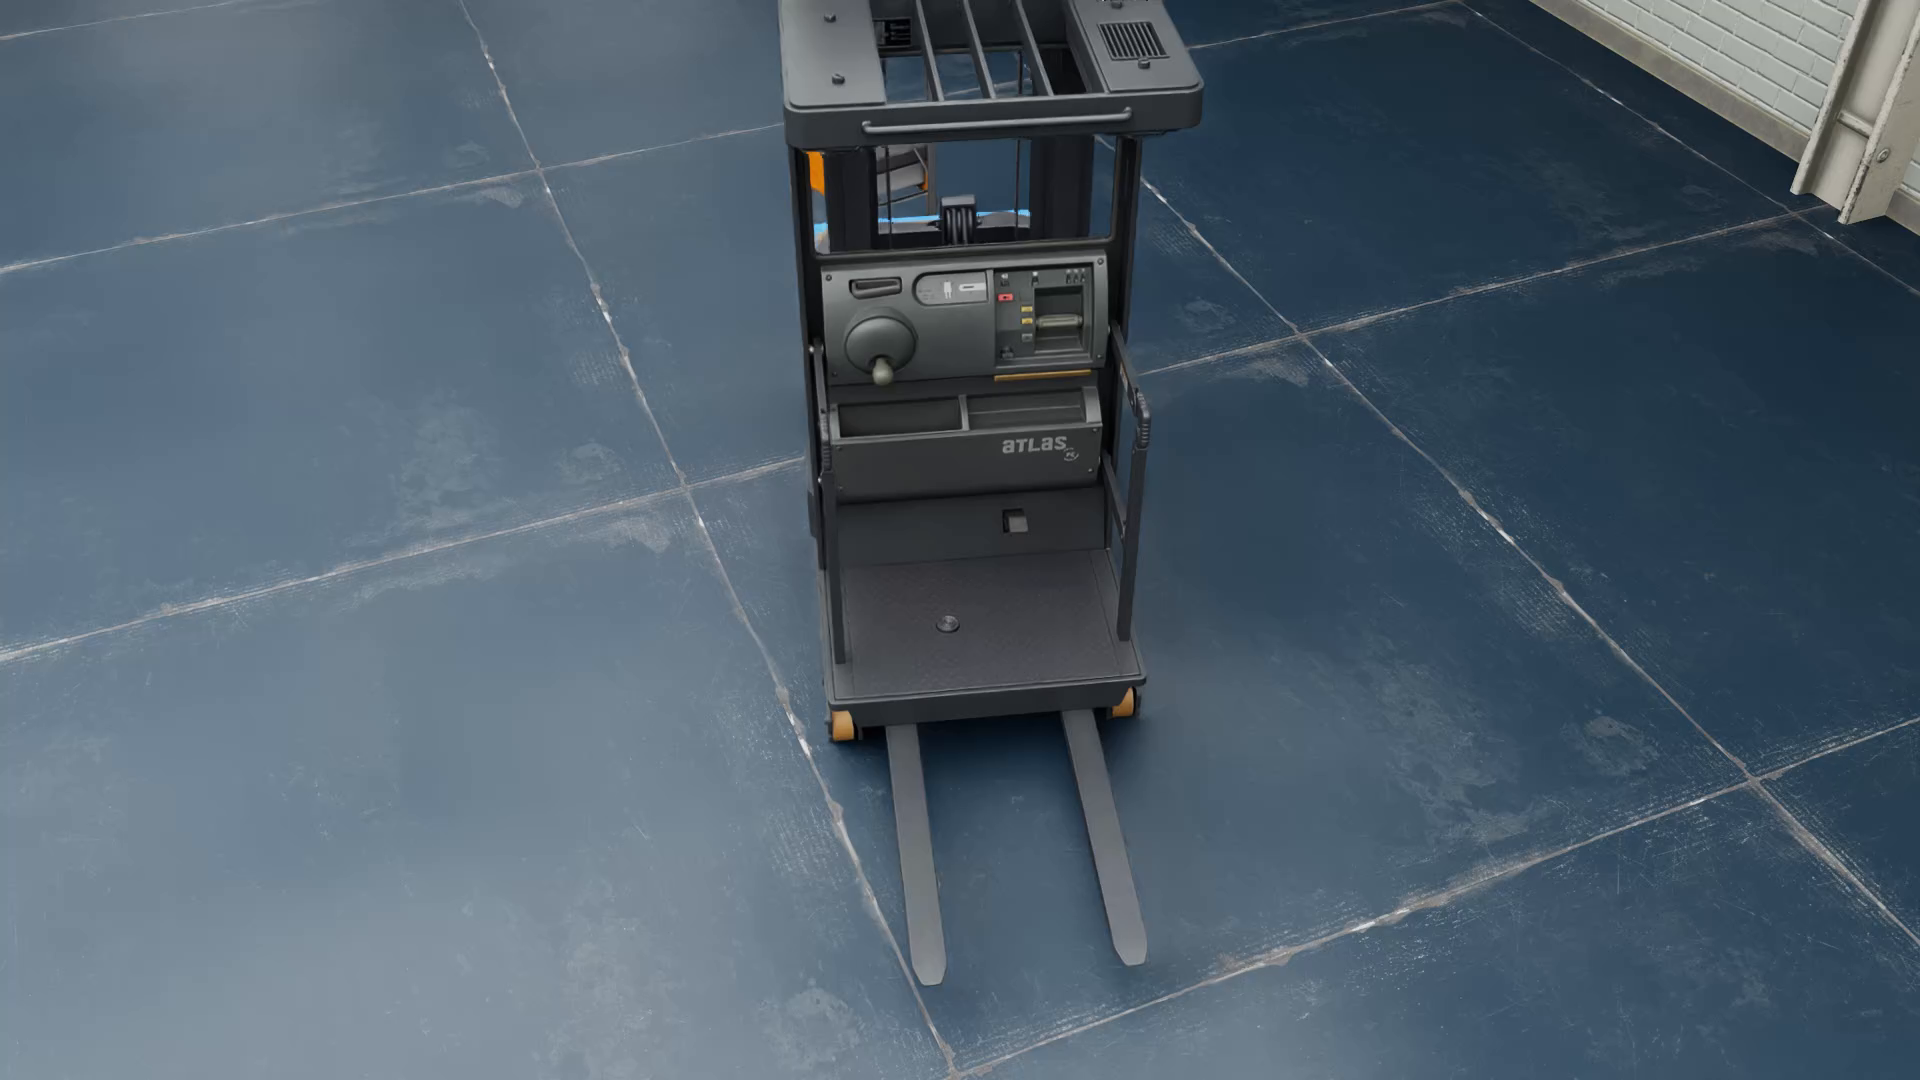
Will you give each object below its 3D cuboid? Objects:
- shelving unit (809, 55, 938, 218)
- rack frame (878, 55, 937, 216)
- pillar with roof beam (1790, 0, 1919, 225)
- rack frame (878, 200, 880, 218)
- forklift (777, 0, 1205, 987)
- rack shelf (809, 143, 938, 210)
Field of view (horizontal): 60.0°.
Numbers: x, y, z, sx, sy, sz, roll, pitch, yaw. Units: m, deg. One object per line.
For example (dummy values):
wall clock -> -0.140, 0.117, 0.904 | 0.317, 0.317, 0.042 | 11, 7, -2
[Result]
shelving unit -> -0.399, -1.501, 6.885 | 0.431, 2.100, 0.503 | -22, 45, -24
rack frame -> -0.270, -1.366, 6.728 | 0.400, 2.100, 0.015 | -22, 45, -24
pillar with roof beam -> 0.696, -4.137, 4.659 | 9.100, 9.000, 0.400 | -15, 43, -17
rack frame -> -0.527, -1.637, 7.042 | 0.400, 2.100, 0.015 | -22, 45, -24
forklift -> 0.047, -0.638, 5.244 | 1.130, 2.935, 3.031 | -4, 41, -5
rack shelf -> -0.399, -1.491, 6.894 | 0.431, 0.518, 0.480 | -22, 45, -24
